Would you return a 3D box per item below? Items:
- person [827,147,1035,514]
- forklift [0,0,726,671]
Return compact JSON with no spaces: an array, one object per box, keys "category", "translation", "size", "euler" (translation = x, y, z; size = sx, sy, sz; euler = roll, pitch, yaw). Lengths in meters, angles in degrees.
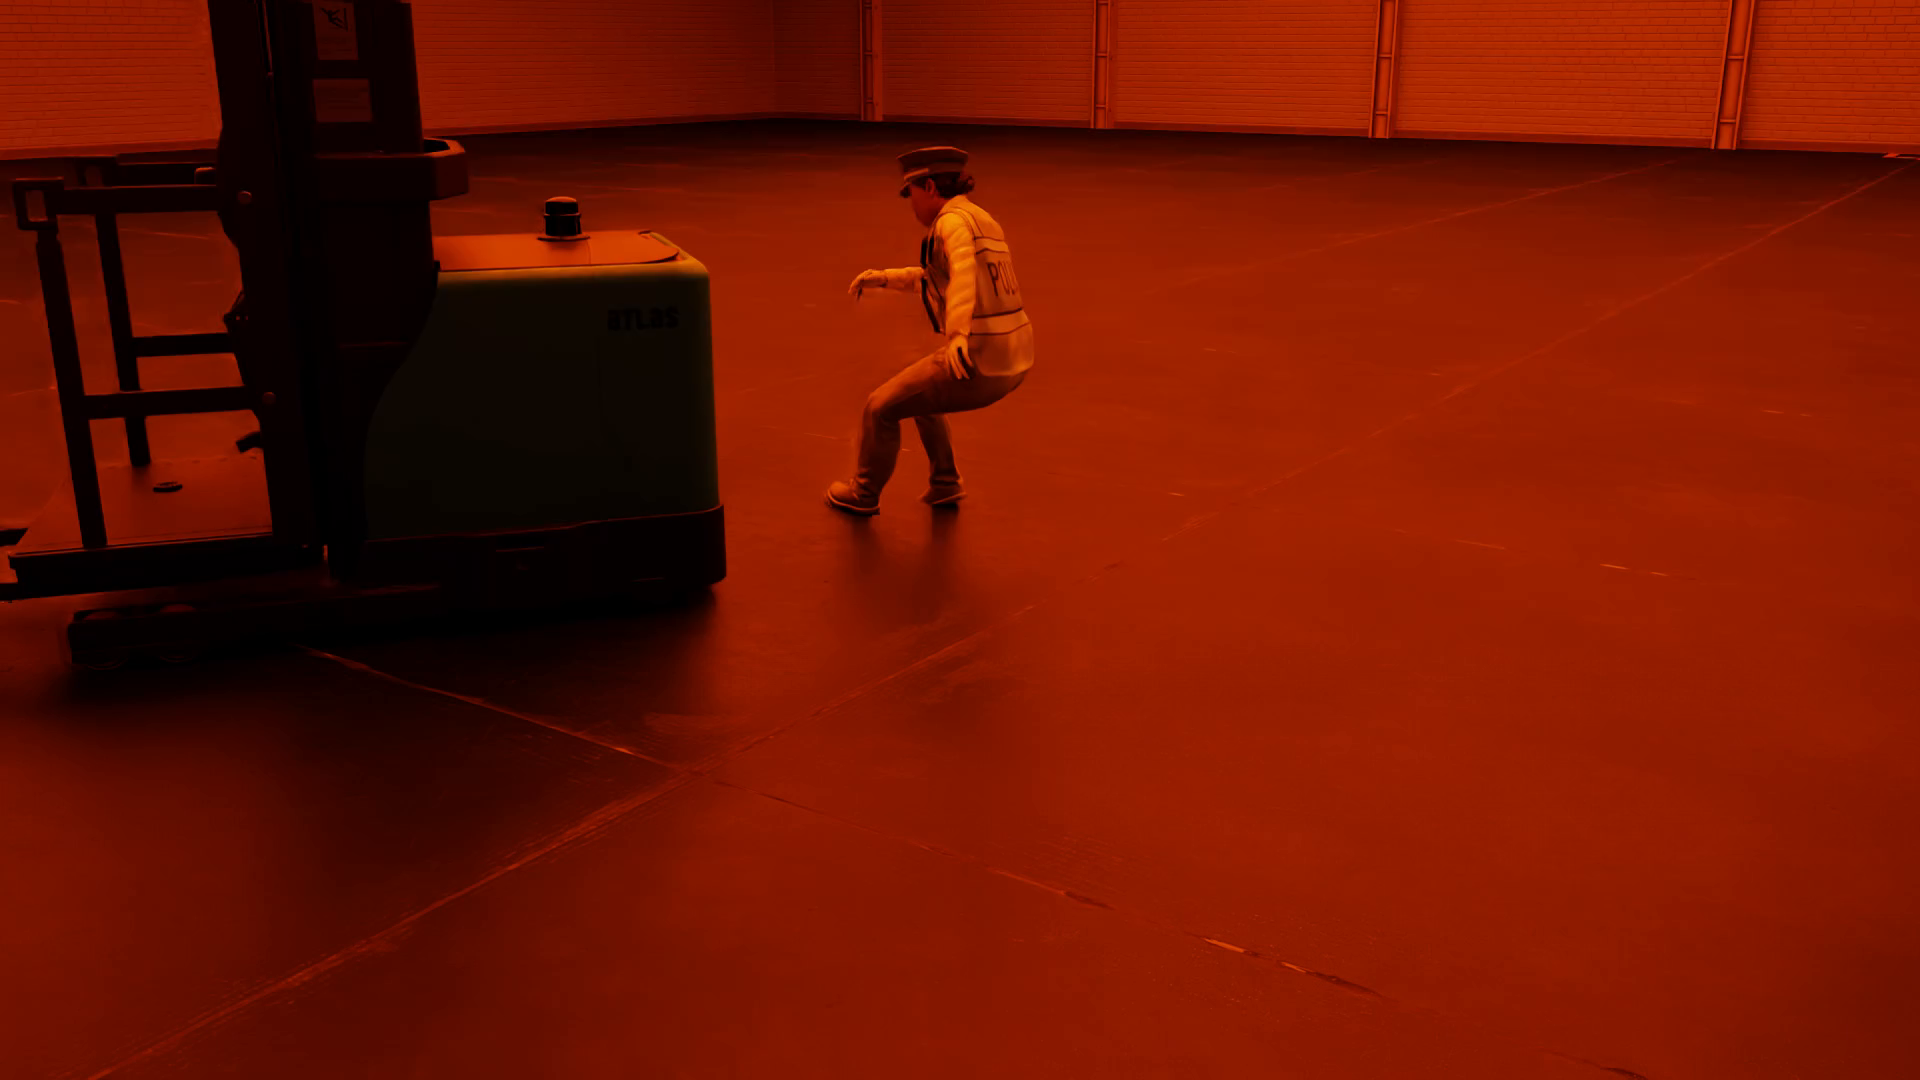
[{"category":"person","translation":[-0.187,-0.659,5.866],"size":[0.900,1.416,0.993],"euler":[7,18,22]},{"category":"forklift","translation":[-2.321,-1.204,4.858],"size":[3.031,2.935,1.130],"euler":[-5,18,-18]}]
